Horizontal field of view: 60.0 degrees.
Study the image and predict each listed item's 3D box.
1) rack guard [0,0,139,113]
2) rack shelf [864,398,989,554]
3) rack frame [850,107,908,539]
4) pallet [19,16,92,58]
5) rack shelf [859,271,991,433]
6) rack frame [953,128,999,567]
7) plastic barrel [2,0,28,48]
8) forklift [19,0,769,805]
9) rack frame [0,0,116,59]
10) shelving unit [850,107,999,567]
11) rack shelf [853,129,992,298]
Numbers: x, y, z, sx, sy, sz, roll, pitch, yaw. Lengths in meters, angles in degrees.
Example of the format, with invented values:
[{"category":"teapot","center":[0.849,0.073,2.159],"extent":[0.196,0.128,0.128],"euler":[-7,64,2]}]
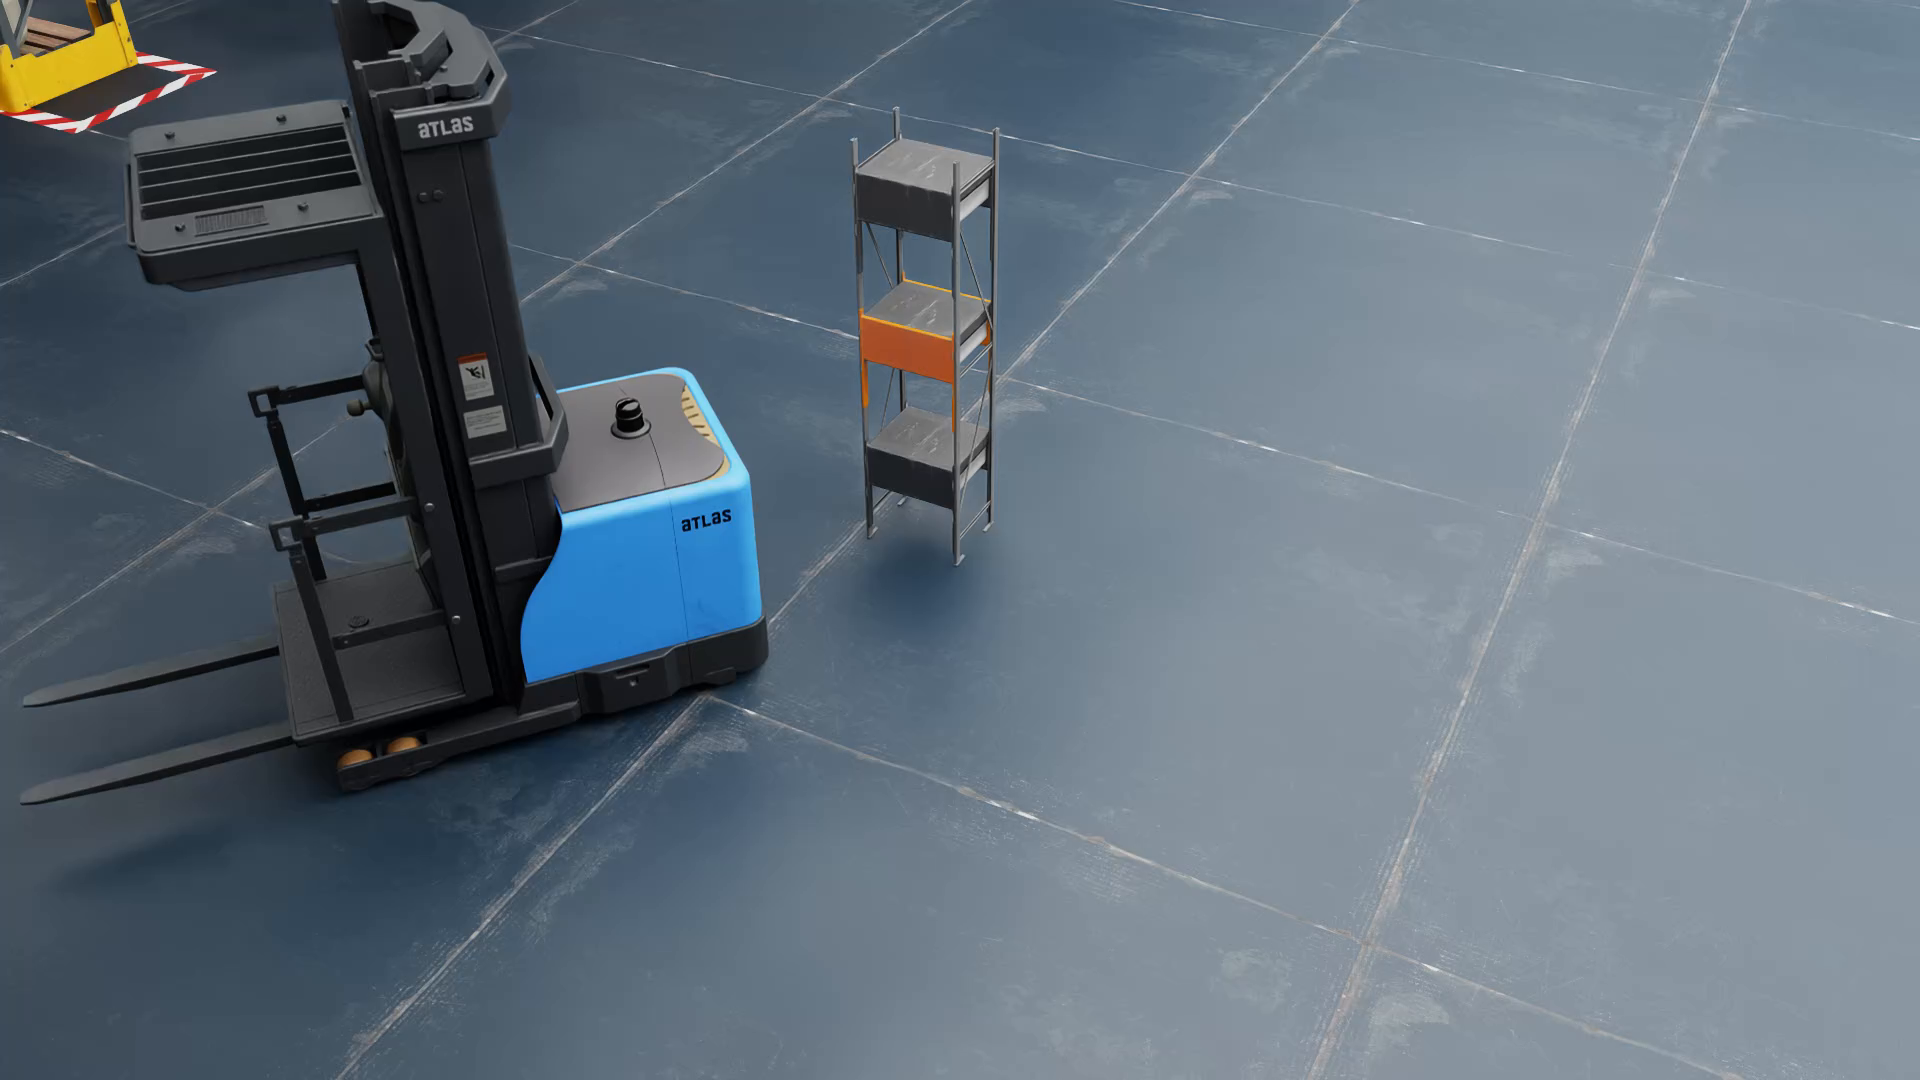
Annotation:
[{"category":"rack guard","center":[-6.950,-3.747,12.773],"extent":[0.348,0.500,1.175],"euler":[17,41,21]},{"category":"rack shelf","center":[-0.147,-0.314,8.107],"extent":[0.480,0.518,0.431],"euler":[17,41,21]},{"category":"rack frame","center":[-0.364,-0.950,7.765],"extent":[0.015,2.100,0.400],"euler":[17,41,21]},{"category":"pallet","center":[-7.668,-3.861,13.162],"extent":[1.213,0.211,1.003],"euler":[17,41,21]},{"category":"rack shelf","center":[-0.147,-0.872,7.684],"extent":[0.480,0.518,0.431],"euler":[17,41,21]},{"category":"rack frame","center":[0.070,-0.815,7.586],"extent":[0.015,2.100,0.400],"euler":[17,41,21]},{"category":"plastic barrel","center":[-7.480,-4.065,12.835],"extent":[0.421,0.512,0.421],"euler":[0,37,0]},{"category":"forklift","center":[-2.423,-0.498,6.481],"extent":[3.031,2.935,1.130],"euler":[-14,40,-18]},{"category":"rack frame","center":[-6.860,-4.747,12.023],"extent":[0.127,3.000,1.000],"euler":[17,41,21]},{"category":"shelving unit","center":[-0.147,-0.882,7.676],"extent":[0.503,2.100,0.431],"euler":[17,41,21]},{"category":"rack shelf","center":[-0.147,-1.429,7.261],"extent":[0.480,0.518,0.431],"euler":[17,41,21]}]
